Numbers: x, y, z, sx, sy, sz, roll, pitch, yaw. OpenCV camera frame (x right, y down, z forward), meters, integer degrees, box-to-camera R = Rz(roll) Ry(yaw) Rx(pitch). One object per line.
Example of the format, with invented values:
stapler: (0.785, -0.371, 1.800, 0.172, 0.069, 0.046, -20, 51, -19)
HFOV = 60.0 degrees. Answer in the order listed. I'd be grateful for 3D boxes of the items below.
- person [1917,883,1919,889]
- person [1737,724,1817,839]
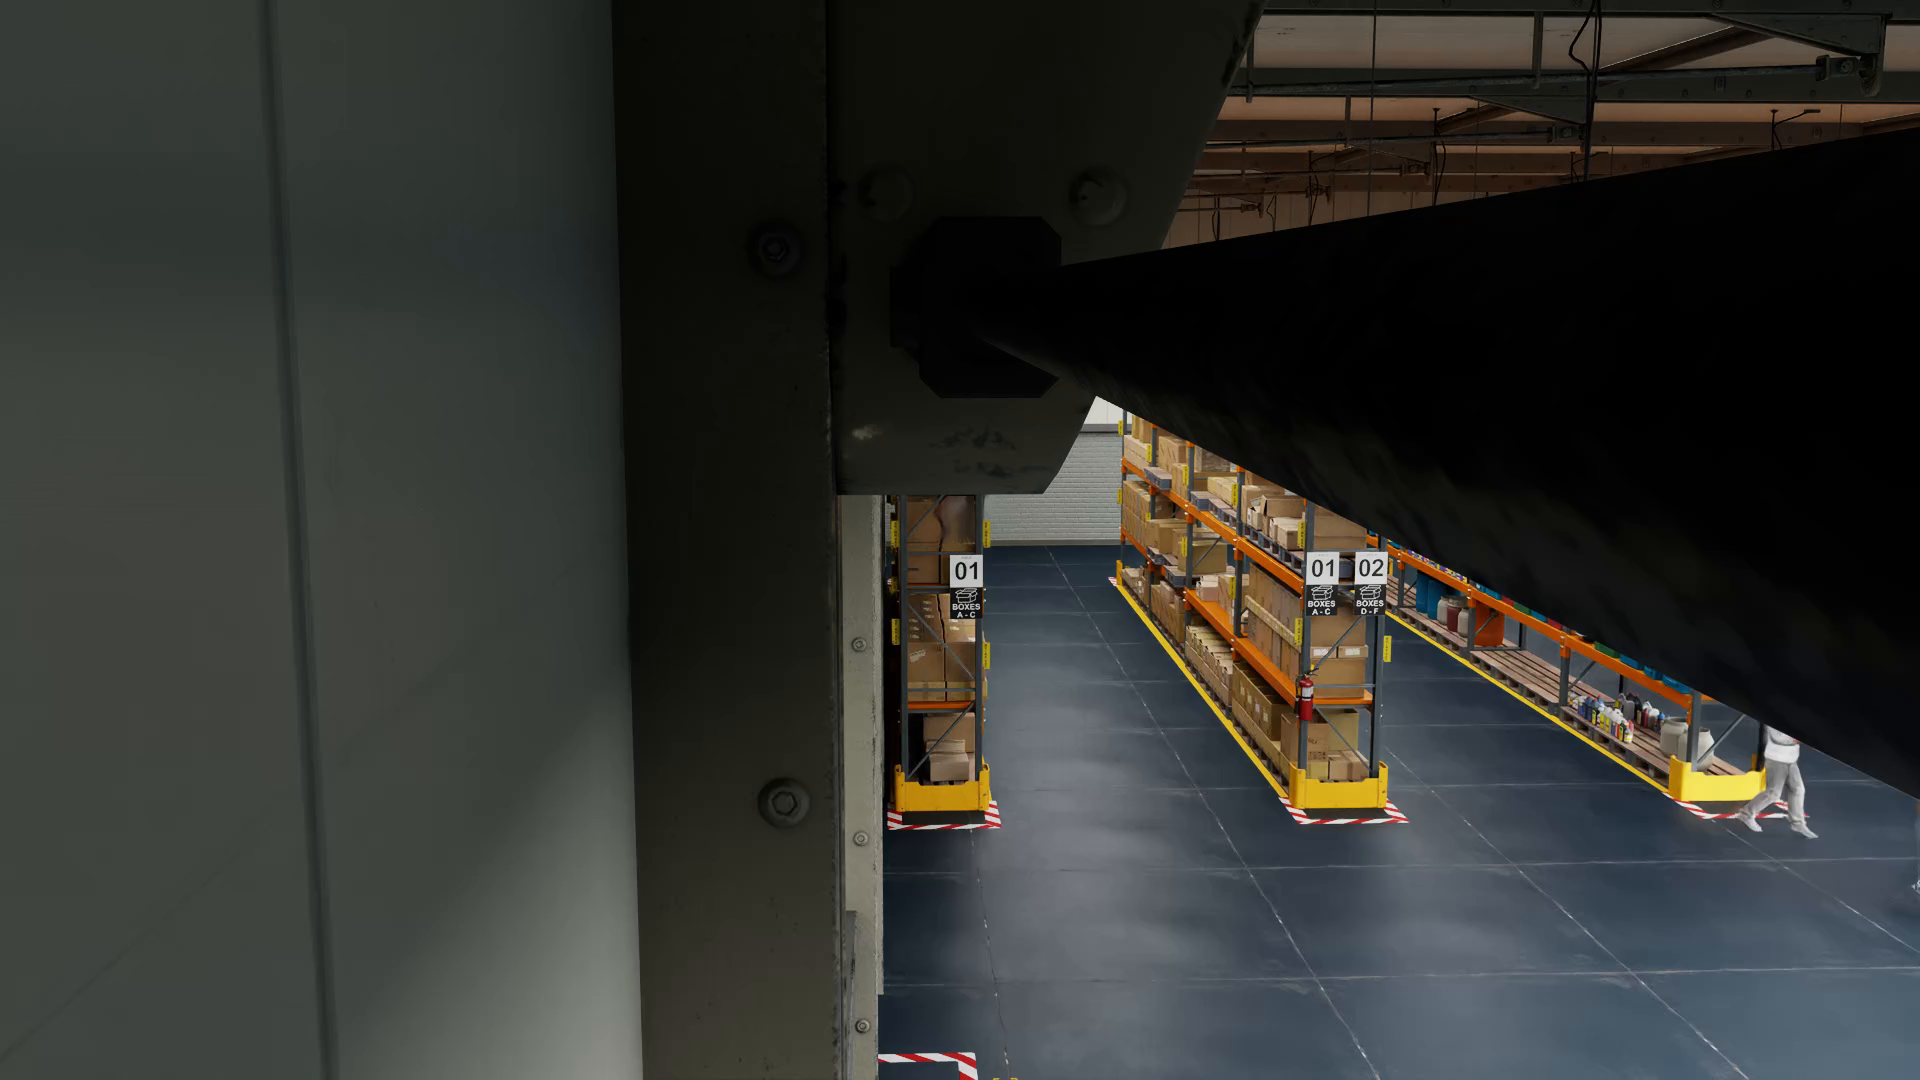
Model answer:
person: (10.276, 3.035, 16.806, 0.921, 1.648, 0.610, 4, 9, 23)
person: (9.616, 2.584, 19.455, 0.841, 1.800, 0.663, 6, 10, 36)
